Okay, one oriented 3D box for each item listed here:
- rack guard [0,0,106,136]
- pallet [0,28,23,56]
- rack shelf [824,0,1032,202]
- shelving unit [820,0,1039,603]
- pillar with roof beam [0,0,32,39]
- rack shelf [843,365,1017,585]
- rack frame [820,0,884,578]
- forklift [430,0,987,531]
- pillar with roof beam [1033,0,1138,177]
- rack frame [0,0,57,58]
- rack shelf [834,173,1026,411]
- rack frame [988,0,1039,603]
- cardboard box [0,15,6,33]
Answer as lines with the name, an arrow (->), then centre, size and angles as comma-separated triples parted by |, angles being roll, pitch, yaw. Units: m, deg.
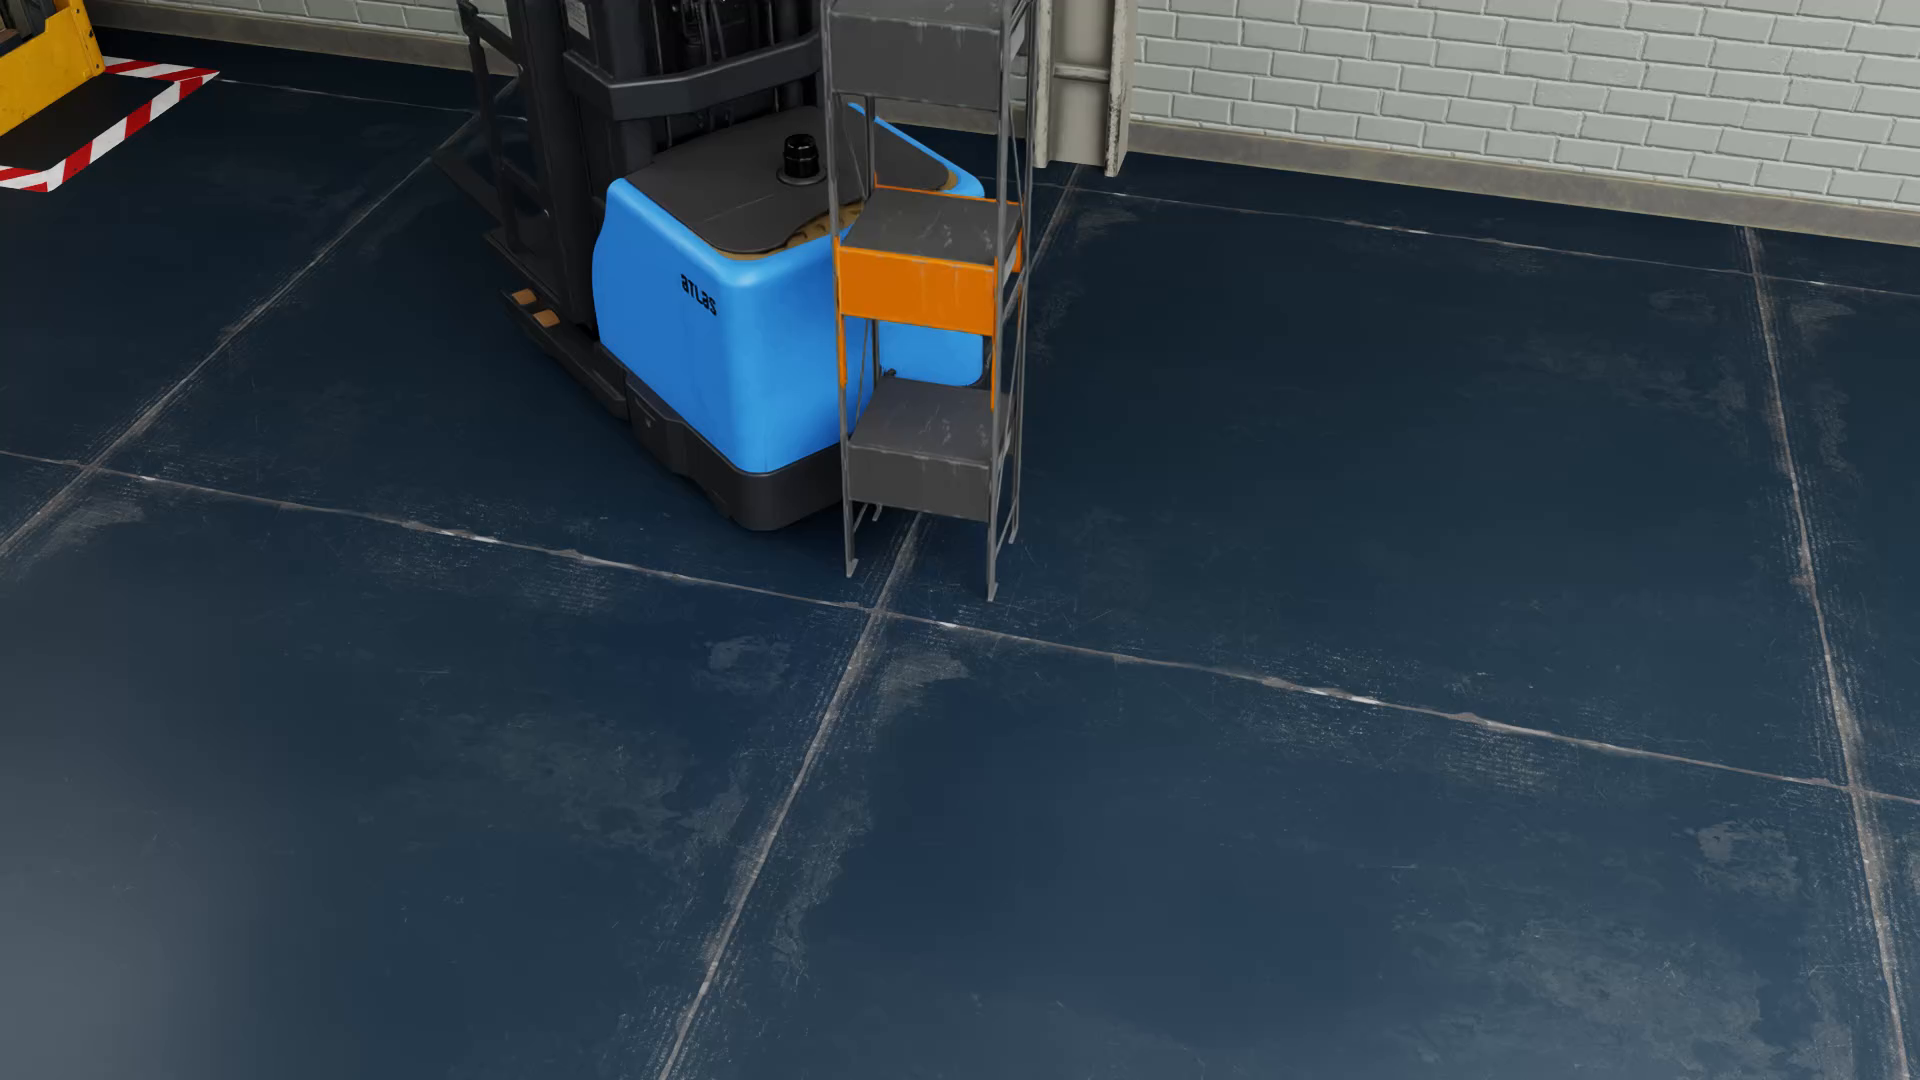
rack guard -> -4.757, -2.334, 8.140 | 0.348, 0.500, 1.175 | 10, 41, 11
pallet -> -5.529, -2.328, 8.358 | 1.213, 0.211, 1.003 | 10, 41, 11
rack shelf -> -0.074, -1.290, 4.582 | 0.480, 0.518, 0.431 | 9, 41, 10
shelving unit -> -0.080, -0.763, 5.021 | 0.503, 2.100, 0.431 | 9, 41, 10
pillar with roof beam -> -6.332, -3.593, 3.032 | 0.400, 9.000, 9.100 | 10, 41, 11
rack shelf -> -0.086, -0.215, 5.478 | 0.480, 0.518, 0.431 | 9, 41, 10
rack frame -> -0.317, -0.803, 5.065 | 0.015, 2.100, 0.400 | 9, 41, 10
forklift -> -1.196, -2.046, 5.908 | 1.130, 2.935, 3.031 | -26, 47, -28
pillar with roof beam -> -0.536, -2.596, 1.844 | 0.400, 9.000, 9.100 | 10, 41, 11
rack frame -> -4.780, -3.295, 7.341 | 0.127, 3.000, 1.000 | 10, 41, 11
rack shelf -> -0.080, -0.753, 5.030 | 0.480, 0.518, 0.431 | 9, 41, 10
rack frame -> 0.157, -0.724, 4.977 | 0.015, 2.100, 0.400 | 9, 41, 10
cardboard box -> -5.204, -2.606, 8.332 | 0.500, 0.250, 0.500 | 10, 41, 12
